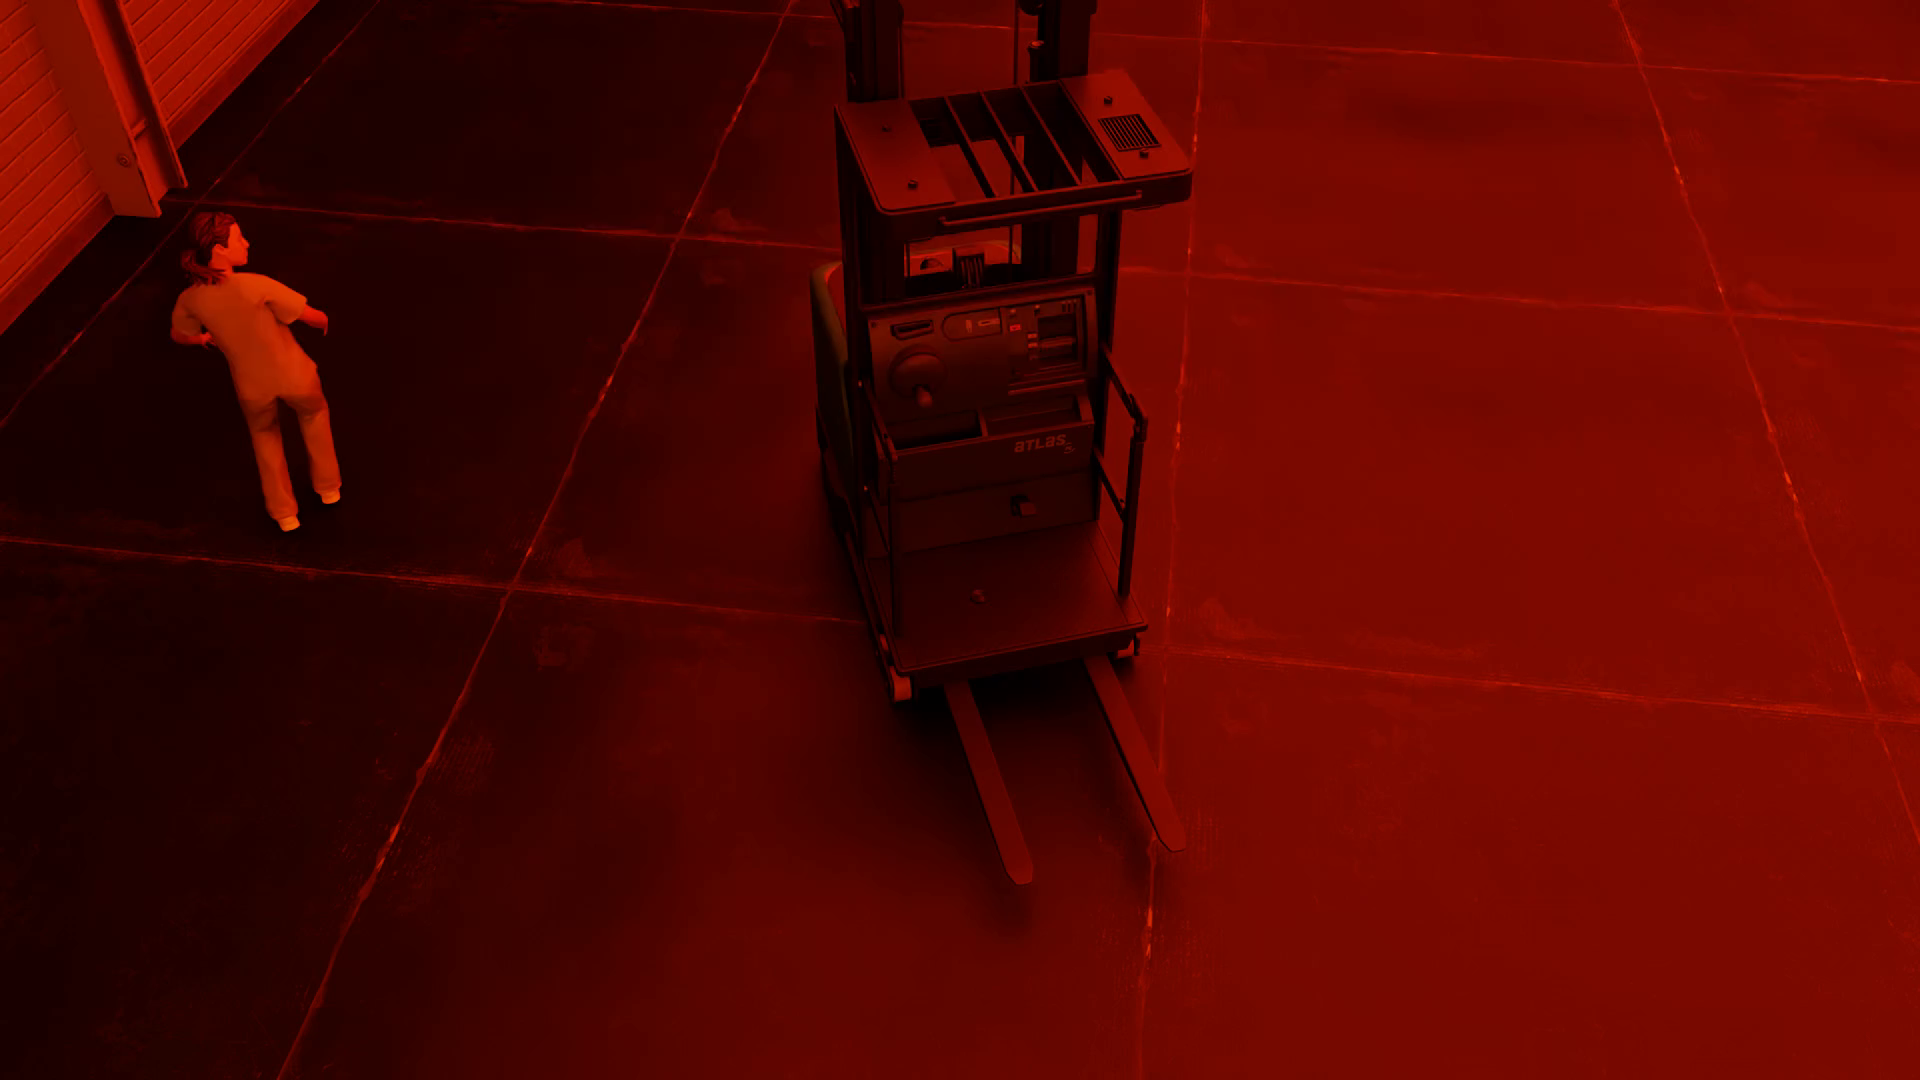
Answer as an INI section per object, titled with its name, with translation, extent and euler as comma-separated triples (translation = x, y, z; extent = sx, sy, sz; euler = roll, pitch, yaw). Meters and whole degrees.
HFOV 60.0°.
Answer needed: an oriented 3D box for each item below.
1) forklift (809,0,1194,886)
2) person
[forklift]
translation = 0.153, -0.681, 6.465
extent = 1.130, 2.935, 3.031
euler = -10, 44, -11
[person]
translation = -3.184, -0.767, 7.491
extent = 0.491, 1.673, 0.388
euler = -4, 43, -4
